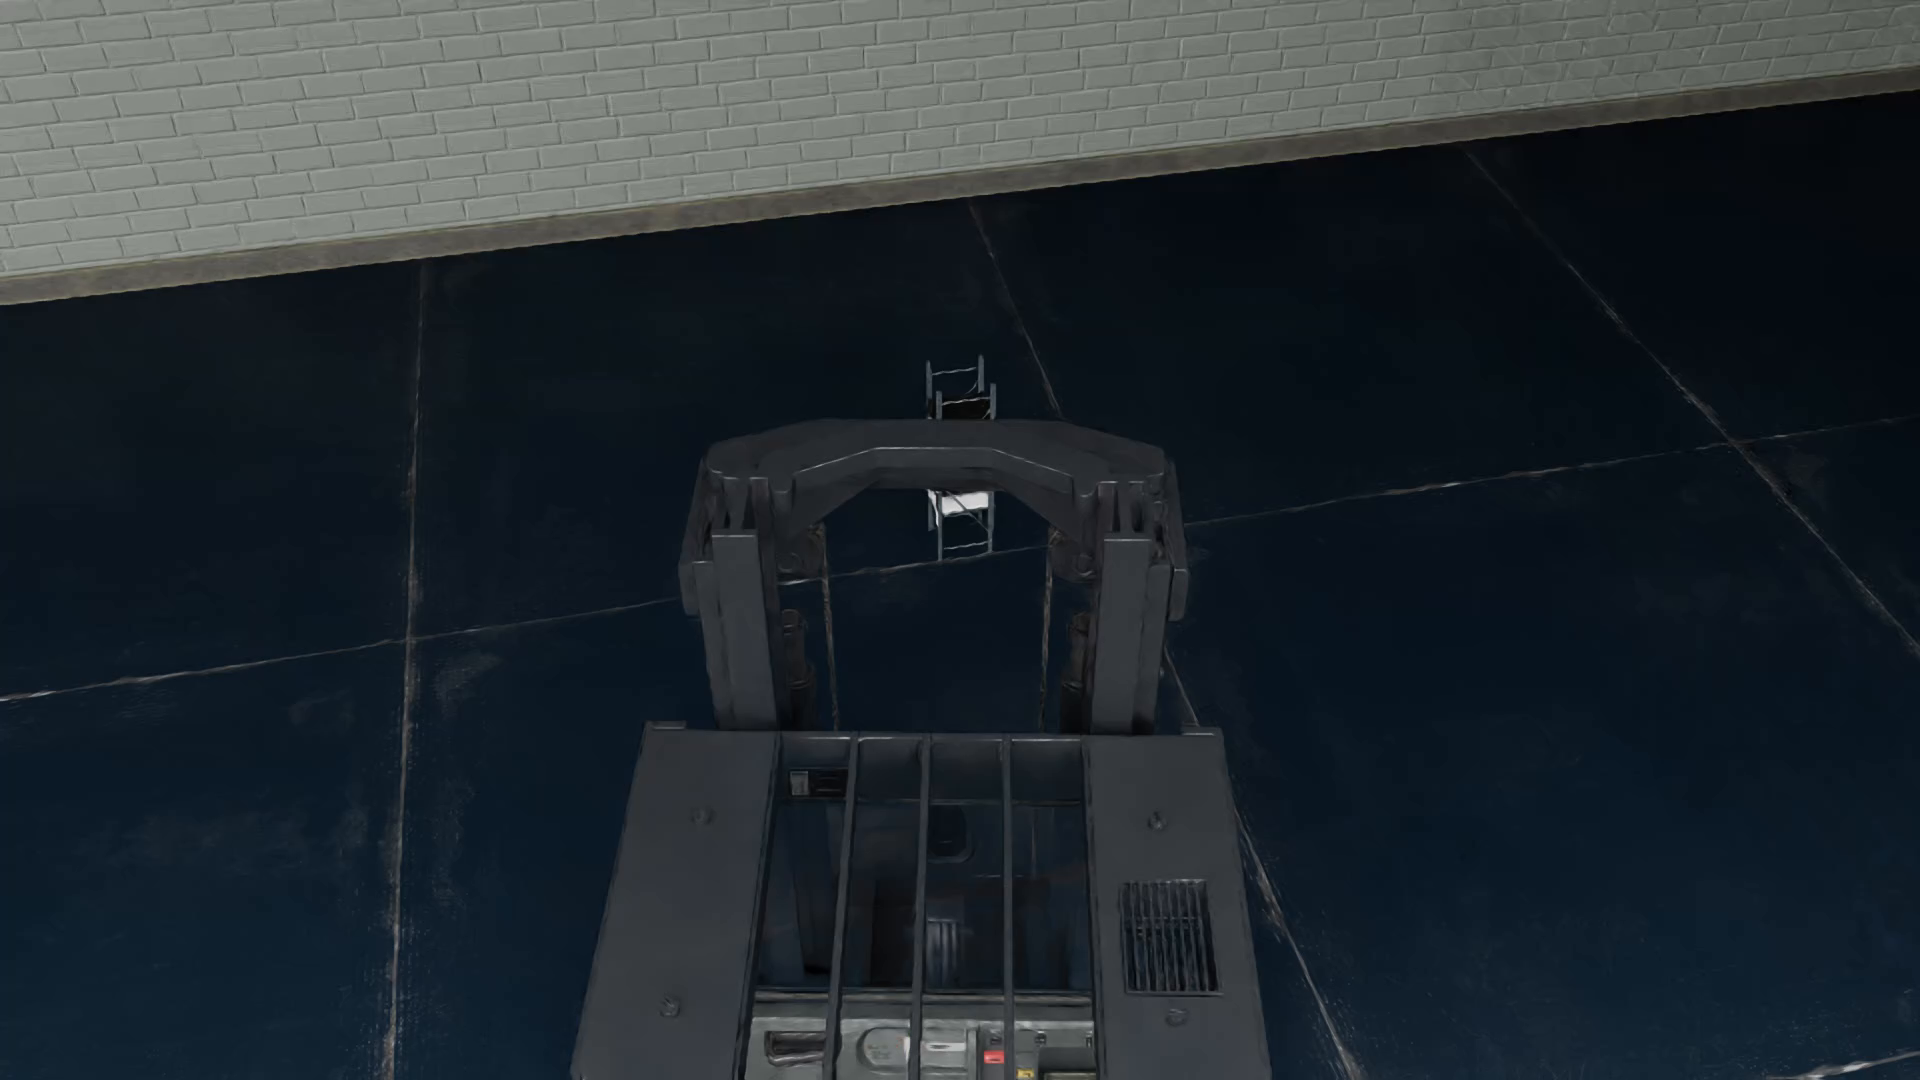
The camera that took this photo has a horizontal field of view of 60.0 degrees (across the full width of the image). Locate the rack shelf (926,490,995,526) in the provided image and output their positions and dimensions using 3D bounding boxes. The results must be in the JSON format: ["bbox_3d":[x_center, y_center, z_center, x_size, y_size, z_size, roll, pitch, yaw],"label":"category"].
[{"bbox_3d":[0.002,-0.172,7.087,0.258,0.077,0.200,-8,42,-9],"label":"rack shelf"}]

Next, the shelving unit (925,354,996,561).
[{"bbox_3d":[0.002,-0.331,6.945,0.258,0.900,0.210,-8,42,-9],"label":"shelving unit"}]

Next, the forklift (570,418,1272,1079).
[{"bbox_3d":[-0.055,1.314,3.562,1.130,2.935,3.031,1,42,1],"label":"forklift"}]

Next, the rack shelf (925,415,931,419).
[{"bbox_3d":[0.002,-0.441,6.848,0.258,0.077,0.200,-8,42,-9],"label":"rack shelf"}]

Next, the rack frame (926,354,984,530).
[{"bbox_3d":[-0.020,-0.397,7.020,0.240,0.900,0.006,-8,42,-9],"label":"rack frame"}]

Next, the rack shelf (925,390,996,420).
[{"bbox_3d":[0.002,-0.508,6.788,0.258,0.077,0.200,-8,42,-9],"label":"rack shelf"}]

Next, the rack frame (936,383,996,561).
[{"bbox_3d":[0.024,-0.265,6.871,0.240,0.900,0.006,-8,42,-9],"label":"rack frame"}]

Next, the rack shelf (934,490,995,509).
[{"bbox_3d":[0.002,-0.239,7.027,0.258,0.077,0.200,-8,42,-9],"label":"rack shelf"}]
